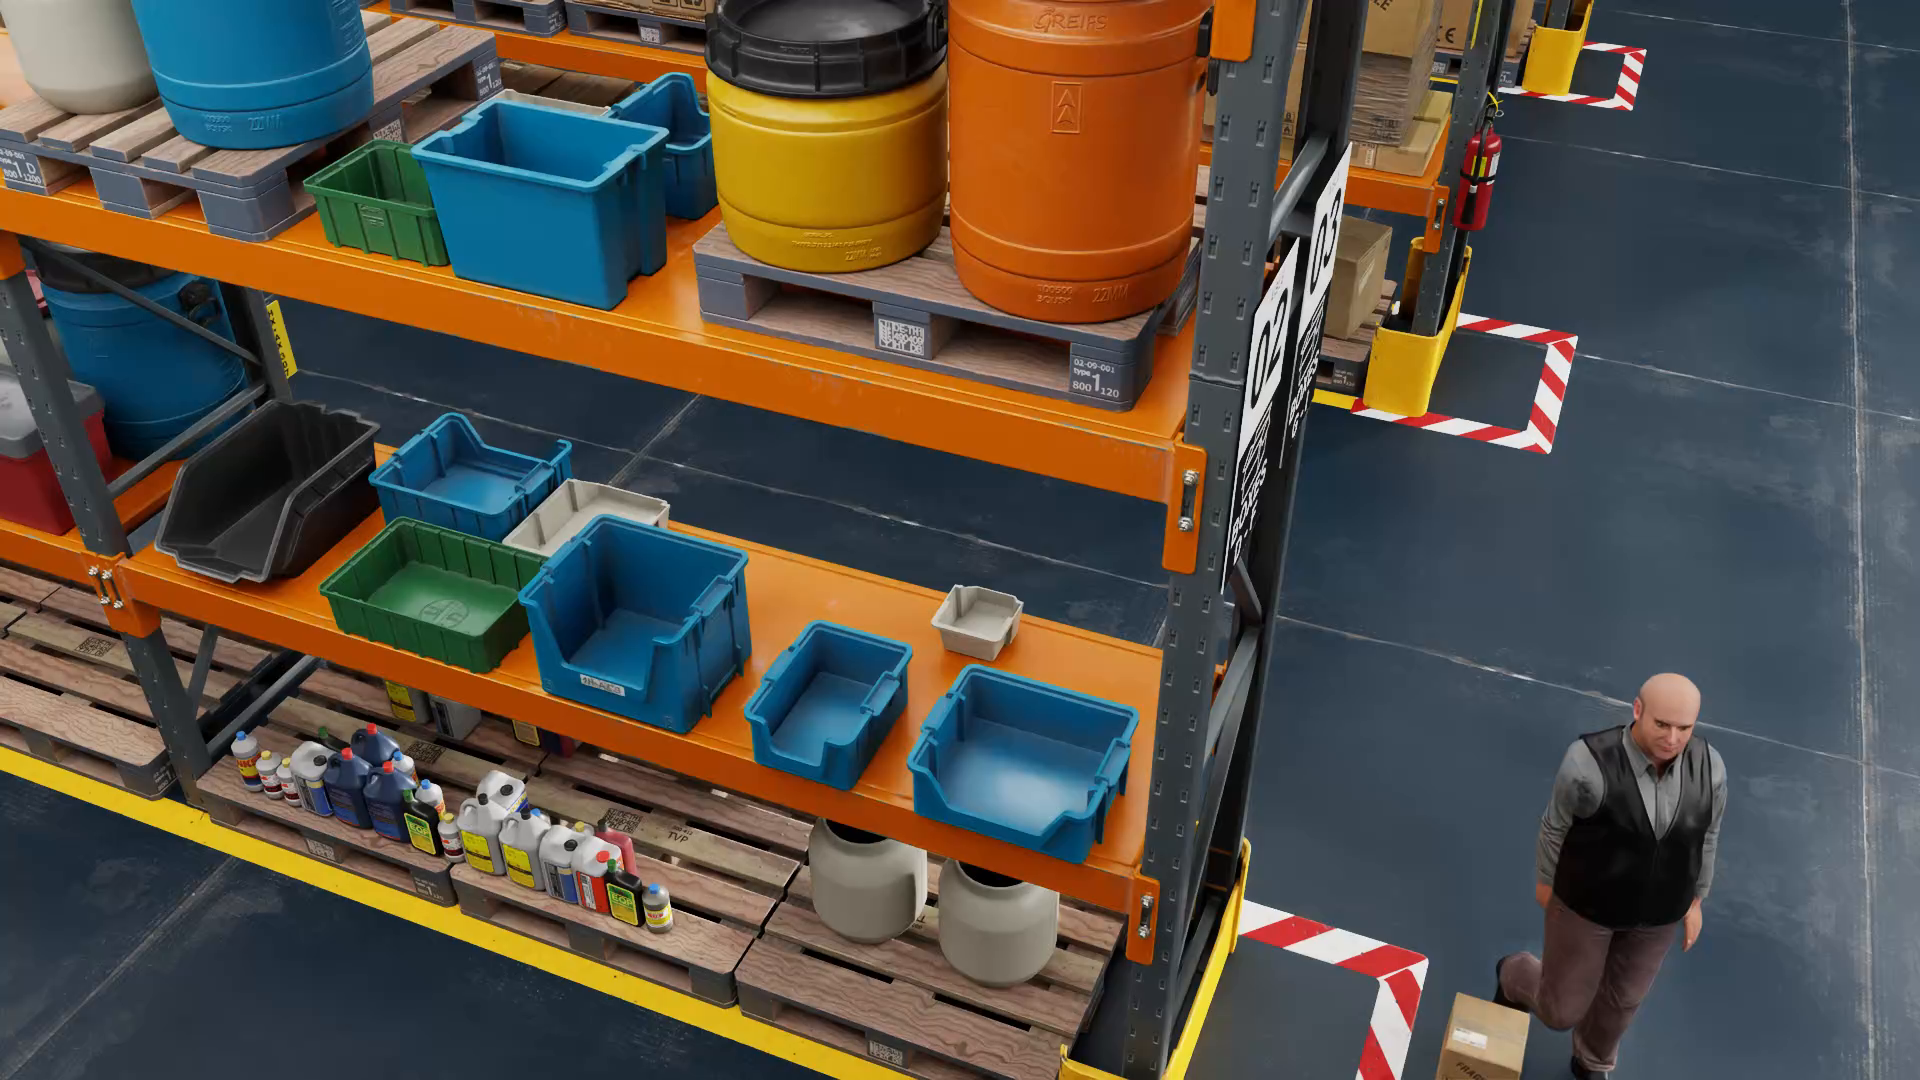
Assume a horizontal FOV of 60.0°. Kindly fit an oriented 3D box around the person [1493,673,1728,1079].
[{"bbox_3d":[2.100,1.146,5.317,0.542,1.711,0.565,-2,37,-2],"label":"person"}]
